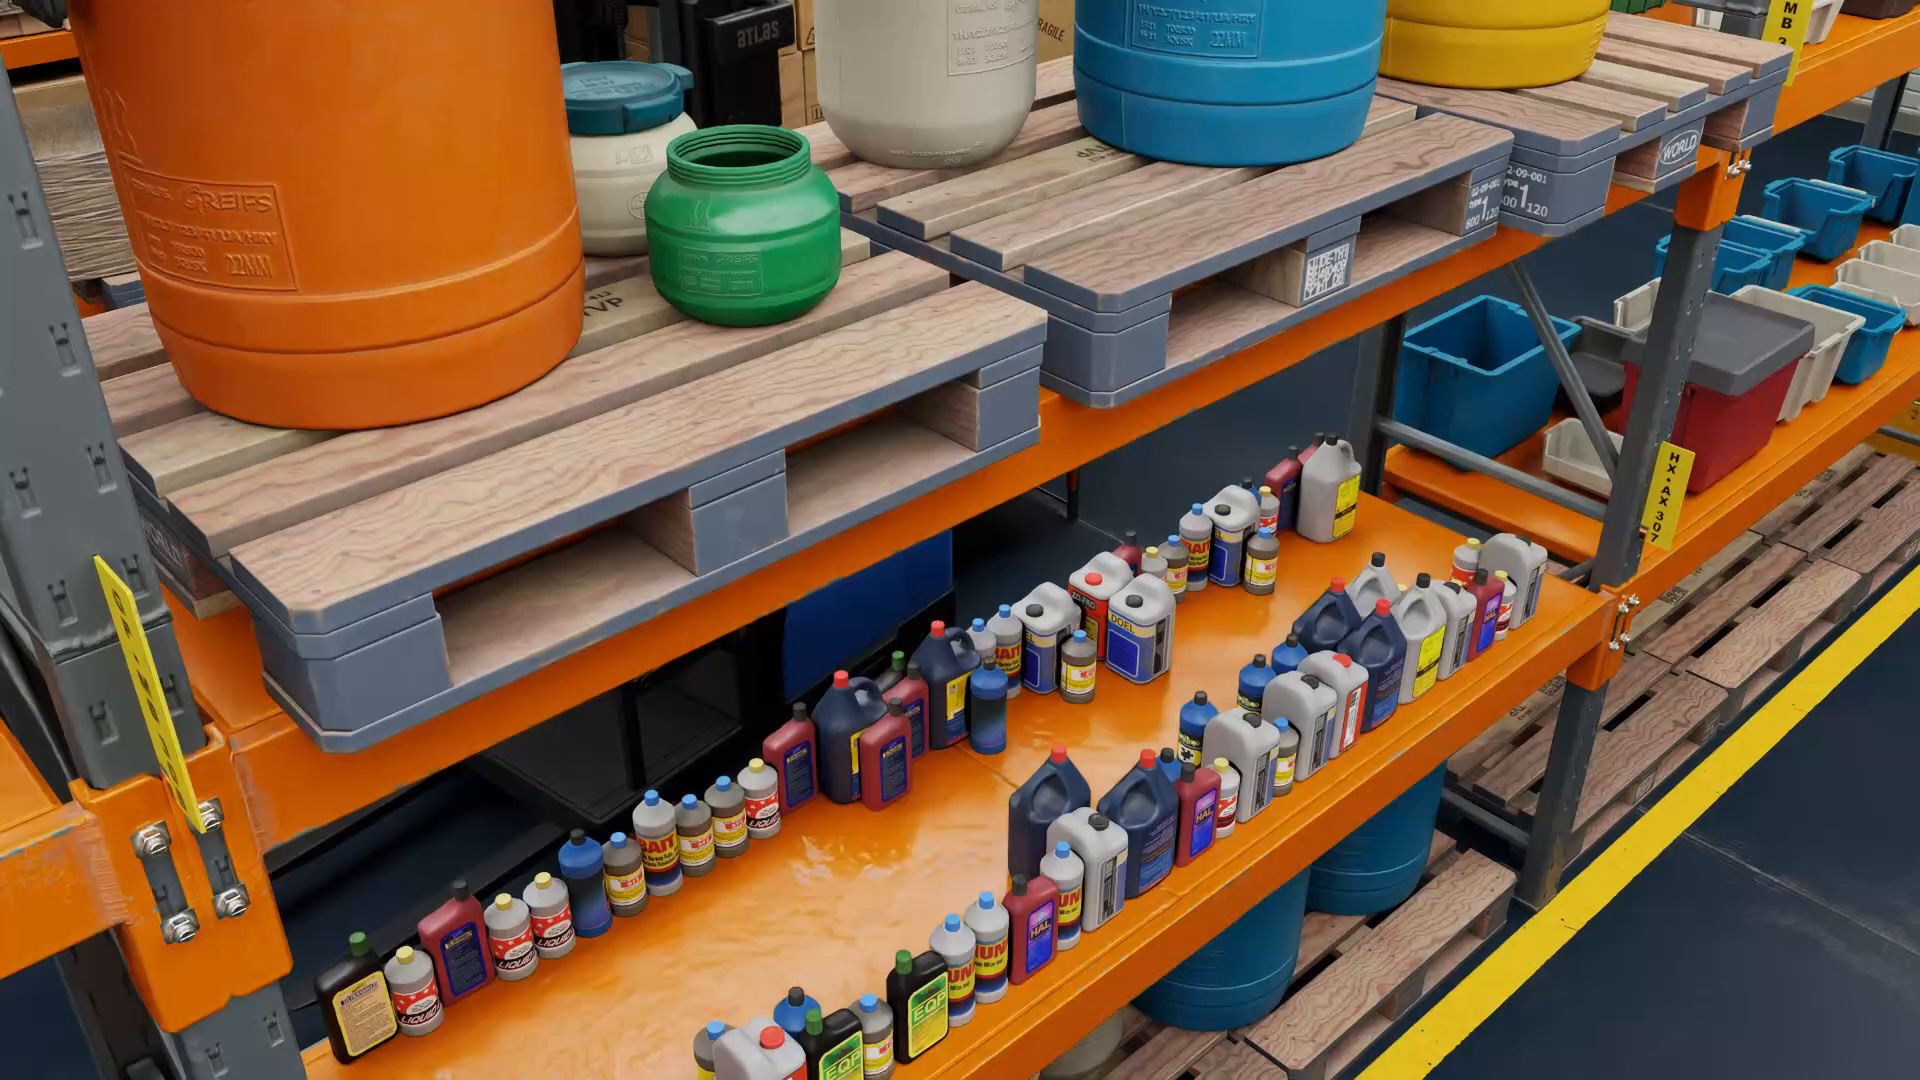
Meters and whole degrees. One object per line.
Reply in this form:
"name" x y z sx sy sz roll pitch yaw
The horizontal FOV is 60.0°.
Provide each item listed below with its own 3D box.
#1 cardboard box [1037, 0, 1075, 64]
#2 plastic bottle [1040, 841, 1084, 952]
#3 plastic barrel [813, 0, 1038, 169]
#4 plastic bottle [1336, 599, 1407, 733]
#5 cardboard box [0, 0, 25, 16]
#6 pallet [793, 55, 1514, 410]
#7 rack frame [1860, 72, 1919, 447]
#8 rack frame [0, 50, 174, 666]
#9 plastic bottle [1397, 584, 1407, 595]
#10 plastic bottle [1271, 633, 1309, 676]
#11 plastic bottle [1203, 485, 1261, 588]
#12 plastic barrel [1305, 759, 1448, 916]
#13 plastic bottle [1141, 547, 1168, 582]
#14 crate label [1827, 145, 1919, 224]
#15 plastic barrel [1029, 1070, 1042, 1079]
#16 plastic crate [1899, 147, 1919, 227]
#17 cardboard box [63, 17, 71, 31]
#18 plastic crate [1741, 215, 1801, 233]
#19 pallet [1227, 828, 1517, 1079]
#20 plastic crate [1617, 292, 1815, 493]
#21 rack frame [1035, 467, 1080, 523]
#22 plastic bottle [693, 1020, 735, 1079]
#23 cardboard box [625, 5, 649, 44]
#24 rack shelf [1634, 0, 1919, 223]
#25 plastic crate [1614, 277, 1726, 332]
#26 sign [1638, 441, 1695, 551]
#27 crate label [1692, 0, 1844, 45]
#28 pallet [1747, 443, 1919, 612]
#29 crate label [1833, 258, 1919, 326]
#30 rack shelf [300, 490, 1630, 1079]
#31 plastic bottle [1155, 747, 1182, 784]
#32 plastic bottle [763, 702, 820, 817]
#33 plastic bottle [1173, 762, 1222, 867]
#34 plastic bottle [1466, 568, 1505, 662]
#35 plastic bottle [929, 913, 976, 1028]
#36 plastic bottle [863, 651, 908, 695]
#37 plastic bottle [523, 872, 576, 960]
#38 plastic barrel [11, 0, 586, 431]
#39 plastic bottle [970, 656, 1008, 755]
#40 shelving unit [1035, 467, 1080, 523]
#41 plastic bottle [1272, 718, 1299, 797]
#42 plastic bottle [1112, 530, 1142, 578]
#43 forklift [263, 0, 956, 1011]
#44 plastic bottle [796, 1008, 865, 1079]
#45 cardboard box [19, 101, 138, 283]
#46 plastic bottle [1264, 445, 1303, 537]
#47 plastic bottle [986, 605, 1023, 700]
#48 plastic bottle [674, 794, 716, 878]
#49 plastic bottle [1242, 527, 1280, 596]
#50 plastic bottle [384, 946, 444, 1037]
"cardboard box" 0.348 -2.953 9.608 0.500 0.500 0.500 -25 40 -35
"plastic bottle" 0.225 0.785 3.714 0.097 0.271 0.097 0 31 0
"plastic barrel" -0.065 -1.003 3.106 0.433 0.535 0.433 0 31 0
"plastic bottle" 1.084 0.320 4.399 0.185 0.351 0.144 -26 40 -35
"cardboard box" -5.974 -3.566 10.307 0.500 0.500 0.500 -26 40 -35
"pallet" 0.333 -0.699 3.323 1.213 0.211 1.003 -26 40 -35
"rack frame" 4.604 -1.637 7.552 0.127 3.000 1.000 -26 40 -35
"rack frame" -1.262 -1.359 1.346 0.127 3.000 1.000 -26 40 -35
"plastic bottle" 1.235 0.218 4.708 0.097 0.201 0.097 0 31 0
"plastic bottle" 0.865 0.367 4.397 0.097 0.271 0.097 0 31 0
"plastic bottle" 0.804 -0.017 5.022 0.135 0.276 0.152 -26 40 -35
"plastic barrel" 1.260 0.684 5.365 0.708 0.901 0.600 -26 40 -35
"plastic bottle" 0.558 0.114 4.878 0.097 0.201 0.097 0 31 0
"crate label" 4.199 -1.630 7.643 0.303 0.233 0.416 -26 40 -35
"plastic barrel" -0.087 1.470 4.380 0.708 0.588 0.600 -26 40 -35
"plastic crate" 4.485 -1.488 7.216 0.499 0.435 0.616 -26 40 -35
"cardboard box" -5.664 -3.392 10.643 0.250 0.149 0.380 -26 40 -35
"plastic crate" 3.410 -1.266 7.140 0.298 0.136 0.250 -26 40 -35
"pallet" 1.077 1.229 5.538 1.213 0.211 1.003 -26 40 -35
"plastic crate" 2.496 -0.492 5.560 0.583 0.464 0.402 -26 40 -35
"rack frame" 0.378 -0.663 7.755 0.032 1.125 0.500 -26 40 -35
"plastic bottle" -0.484 1.050 3.348 0.097 0.201 0.097 0 31 0
"cardboard box" -1.500 -2.862 8.501 0.500 0.500 0.500 -26 40 -35
"rack shelf" 3.137 -1.900 5.797 4.000 0.370 1.077 -26 40 -35
"plastic crate" 2.743 -0.864 6.483 0.466 0.136 0.293 -26 40 -35
"sign" 2.043 -0.125 4.814 0.005 0.325 0.100 -26 40 -35
"crate label" 2.226 -1.448 4.621 0.466 0.136 0.293 -26 40 -35
"pallet" 3.973 -0.170 7.825 1.213 0.211 1.003 -26 40 -35
"crate label" 3.719 -0.986 6.683 0.243 0.136 0.396 -26 40 -35
"rack shelf" 0.204 0.798 4.259 4.000 0.370 1.077 -26 40 -35
"plastic bottle" 0.490 0.614 3.994 0.097 0.271 0.097 0 31 0
"plastic bottle" -0.418 0.538 4.106 0.133 0.283 0.061 -26 40 -35
"plastic bottle" 0.557 0.633 3.951 0.133 0.283 0.061 -26 40 -35
"plastic bottle" 1.463 0.195 4.668 0.133 0.283 0.061 -26 40 -35
"plastic bottle" -0.015 0.902 3.523 0.097 0.271 0.097 0 31 0
"plastic bottle" -0.184 0.425 4.291 0.133 0.283 0.061 -26 40 -35
"plastic bottle" -0.918 0.828 3.710 0.097 0.201 0.097 0 31 0
"plastic barrel" -0.844 -0.642 2.235 0.708 0.830 0.600 -26 40 -35
"plastic bottle" 0.075 0.421 4.310 0.097 0.271 0.097 0 31 0
"shelving unit" 0.005 -0.482 7.460 1.048 1.125 0.538 -26 40 -35
"plastic bottle" 0.799 0.538 4.186 0.097 0.201 0.097 0 31 0
"plastic bottle" 0.461 0.113 4.801 0.133 0.283 0.061 -26 40 -35
"forklift" -1.325 -0.369 5.544 1.130 2.935 3.031 22 38 32
"plastic bottle" -0.257 1.026 3.308 0.133 0.283 0.061 -26 40 -35
"cardboard box" -3.442 -1.435 6.723 0.500 0.500 0.700 -18 36 -27
"plastic bottle" 1.014 -0.154 5.239 0.133 0.283 0.061 -26 40 -35
"plastic bottle" 0.120 0.296 4.513 0.097 0.271 0.097 0 31 0
"plastic bottle" -0.633 0.690 3.936 0.097 0.201 0.097 0 31 0
"plastic bottle" 0.903 0.056 4.974 0.097 0.201 0.097 0 31 0
"plastic bottle" -1.159 0.945 3.520 0.097 0.201 0.097 0 31 0
